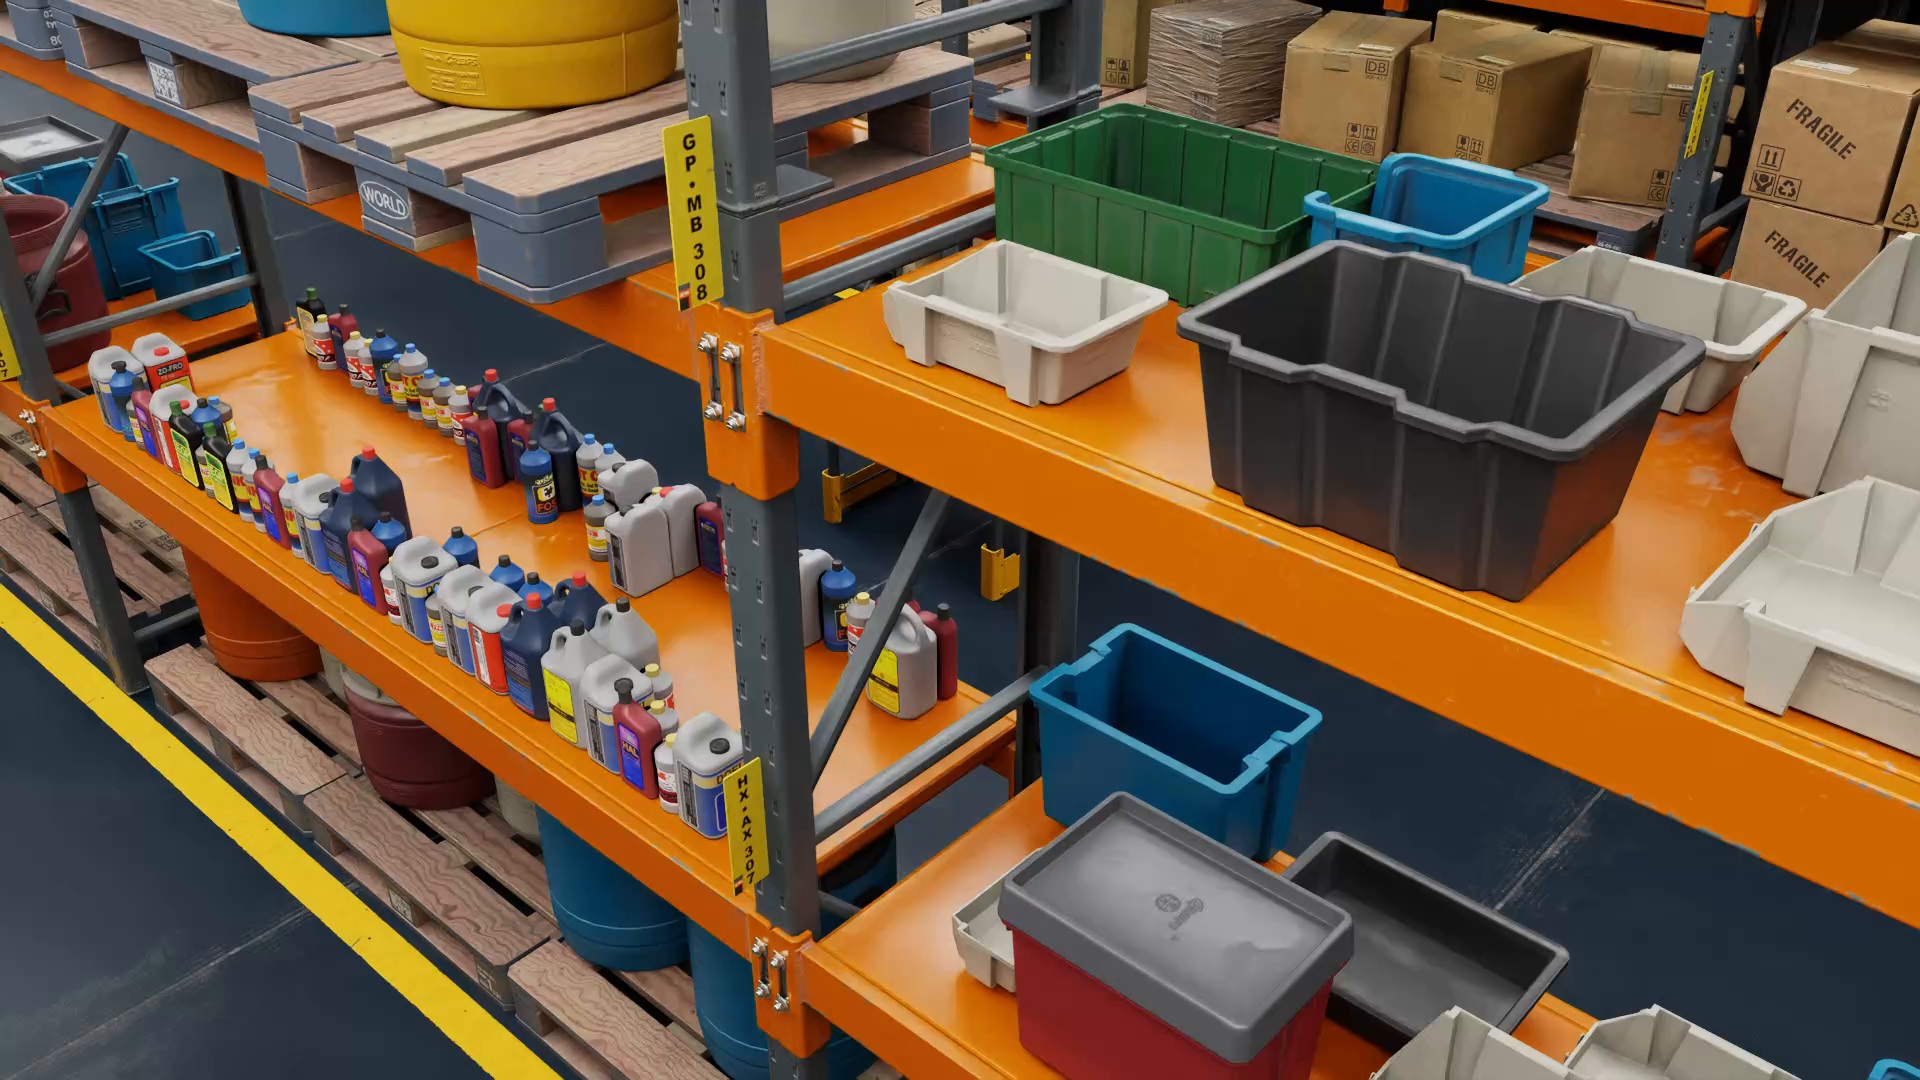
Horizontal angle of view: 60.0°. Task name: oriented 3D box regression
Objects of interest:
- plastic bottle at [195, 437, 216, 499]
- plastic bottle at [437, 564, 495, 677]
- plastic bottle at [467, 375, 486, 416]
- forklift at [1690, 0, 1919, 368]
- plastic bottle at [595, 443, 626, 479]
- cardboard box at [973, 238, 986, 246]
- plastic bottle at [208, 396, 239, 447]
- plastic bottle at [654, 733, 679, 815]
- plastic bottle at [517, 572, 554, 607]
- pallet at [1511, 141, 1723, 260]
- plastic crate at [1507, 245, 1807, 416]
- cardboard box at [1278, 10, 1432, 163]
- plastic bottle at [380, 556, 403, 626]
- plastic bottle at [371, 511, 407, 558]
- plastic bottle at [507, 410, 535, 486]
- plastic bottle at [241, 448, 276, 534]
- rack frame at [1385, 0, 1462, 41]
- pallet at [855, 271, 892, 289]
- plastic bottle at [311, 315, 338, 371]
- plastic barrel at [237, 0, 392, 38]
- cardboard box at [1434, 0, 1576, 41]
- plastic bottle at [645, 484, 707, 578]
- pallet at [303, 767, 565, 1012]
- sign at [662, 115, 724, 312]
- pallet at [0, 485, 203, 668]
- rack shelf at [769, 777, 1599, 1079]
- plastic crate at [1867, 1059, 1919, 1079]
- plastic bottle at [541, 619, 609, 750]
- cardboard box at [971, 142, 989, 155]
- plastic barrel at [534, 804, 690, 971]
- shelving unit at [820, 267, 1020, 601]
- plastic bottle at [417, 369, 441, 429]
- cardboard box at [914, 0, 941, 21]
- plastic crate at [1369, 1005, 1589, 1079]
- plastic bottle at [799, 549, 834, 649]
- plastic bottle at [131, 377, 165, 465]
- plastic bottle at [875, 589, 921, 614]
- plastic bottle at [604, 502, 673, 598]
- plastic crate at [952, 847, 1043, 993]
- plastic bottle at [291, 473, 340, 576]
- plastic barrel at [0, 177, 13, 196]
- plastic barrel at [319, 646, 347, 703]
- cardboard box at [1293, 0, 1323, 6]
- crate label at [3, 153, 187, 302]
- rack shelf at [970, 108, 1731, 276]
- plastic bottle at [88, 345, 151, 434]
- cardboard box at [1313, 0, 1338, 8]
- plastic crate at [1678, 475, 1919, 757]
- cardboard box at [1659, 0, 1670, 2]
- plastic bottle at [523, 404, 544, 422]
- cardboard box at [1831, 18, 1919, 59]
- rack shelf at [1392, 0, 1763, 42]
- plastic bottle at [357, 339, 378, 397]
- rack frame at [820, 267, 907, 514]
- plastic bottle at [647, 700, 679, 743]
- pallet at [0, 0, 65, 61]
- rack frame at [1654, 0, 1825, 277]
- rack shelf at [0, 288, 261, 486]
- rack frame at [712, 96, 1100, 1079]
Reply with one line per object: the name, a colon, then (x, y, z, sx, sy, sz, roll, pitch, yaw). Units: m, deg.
plastic bottle: (-2.437, -0.245, 5.441, 0.097, 0.201, 0.097, 0, 31, 0)
plastic bottle: (-1.339, 0.217, 4.602, 0.135, 0.276, 0.152, 25, 39, 35)
plastic bottle: (-1.617, -0.438, 5.682, 0.133, 0.283, 0.061, 25, 39, 35)
forklift: (4.335, -2.569, 9.176, 3.031, 2.935, 1.130, 26, 40, 36)
plastic bottle: (-1.098, -0.178, 5.262, 0.097, 0.271, 0.097, 0, 31, 0)
cardboard box: (0.422, -1.604, 9.503, 0.500, 0.500, 0.500, 27, 40, 37)
plastic bottle: (-2.534, -0.396, 5.692, 0.097, 0.201, 0.097, 0, 31, 0)
plastic bottle: (-0.698, 0.567, 4.093, 0.097, 0.201, 0.097, 0, 31, 0)
plastic bottle: (-1.169, 0.211, 4.616, 0.097, 0.271, 0.097, 0, 31, 0)
pallet: (2.723, -1.605, 7.694, 1.213, 0.211, 1.003, 25, 39, 35)
plastic crate: (1.114, -0.354, 2.776, 0.466, 0.136, 0.293, 25, 39, 35)
cardboard box: (1.890, -2.180, 7.958, 0.500, 0.500, 0.700, 15, 34, 23)
plastic bottle: (-1.615, 0.139, 4.804, 0.097, 0.201, 0.097, 0, 31, 0)
plastic bottle: (-1.673, 0.039, 4.901, 0.097, 0.271, 0.097, 0, 31, 0)
plastic bottle: (-1.422, -0.305, 5.461, 0.133, 0.283, 0.061, 25, 39, 35)
plastic bottle: (-2.194, -0.162, 5.235, 0.097, 0.271, 0.097, 0, 31, 0)
rack frame: (3.597, -4.649, 12.564, 0.127, 3.000, 1.000, 25, 39, 35)
pallet: (-0.308, -1.859, 10.633, 1.213, 0.211, 1.003, 25, 39, 35)
plastic bottle: (-2.391, -0.752, 6.283, 0.097, 0.201, 0.097, 0, 31, 0)
plastic barrel: (-1.453, -1.688, 3.844, 0.708, 0.901, 0.600, 25, 39, 35)
cardboard box: (4.055, -3.603, 12.504, 0.750, 0.750, 0.750, 24, 39, 34)
plastic bottle: (-0.859, -0.049, 5.044, 0.135, 0.276, 0.152, 25, 39, 35)
pallet: (-1.538, 1.013, 5.862, 1.213, 0.211, 1.003, 25, 39, 35)
sign: (-0.455, -0.555, 2.847, 0.005, 0.325, 0.100, 25, 39, 35)
pallet: (-3.599, 0.051, 7.460, 1.213, 0.211, 1.003, 25, 39, 35)
rack shelf: (1.398, 1.524, 3.007, 4.000, 0.370, 1.077, 25, 39, 35)
plastic crate: (1.720, 1.183, 2.980, 0.300, 0.233, 0.416, 25, 39, 35)
plastic bottle: (-0.986, 0.352, 4.305, 0.185, 0.351, 0.144, 25, 39, 35)
cardboard box: (0.085, -2.289, 10.359, 0.500, 0.311, 0.500, 27, 40, 37)
plastic barrel: (-1.002, 0.803, 5.135, 0.708, 0.901, 0.600, 25, 39, 35)
shelving unit: (-0.057, -0.669, 7.407, 1.083, 1.500, 0.587, 25, 39, 35)
plastic bottle: (-1.859, -0.503, 5.870, 0.097, 0.201, 0.097, 0, 31, 0)
cardboard box: (-0.257, -3.099, 10.075, 0.500, 0.311, 0.500, 25, 39, 35)
plastic crate: (0.924, 1.148, 2.992, 0.530, 0.282, 0.437, 25, 39, 35)
plastic bottle: (-0.444, 0.144, 4.722, 0.135, 0.276, 0.152, 25, 39, 35)
plastic bottle: (-2.734, -0.406, 5.629, 0.133, 0.283, 0.061, 25, 39, 35)
plastic bottle: (-0.169, 0.238, 4.560, 0.133, 0.283, 0.061, 25, 39, 35)
plastic bottle: (-0.961, 0.009, 4.947, 0.135, 0.276, 0.152, 25, 39, 35)
plastic crate: (0.164, 0.827, 3.666, 0.243, 0.136, 0.396, 25, 39, 35)
plastic bottle: (-1.918, -0.054, 5.052, 0.135, 0.276, 0.152, 25, 39, 35)
plastic barrel: (-3.957, -1.183, 6.698, 0.421, 0.512, 0.421, 0, 31, 0)
plastic barrel: (-2.198, 0.349, 6.266, 0.421, 0.512, 0.421, 0, 31, 0)
cardboard box: (2.648, -4.538, 13.650, 0.500, 0.250, 0.500, 26, 40, 36)
crate label: (-3.606, -1.323, 7.005, 0.616, 0.435, 0.502, 25, 39, 35)
rack shelf: (1.759, -1.753, 8.451, 4.000, 0.370, 1.077, 25, 39, 35)
plastic bottle: (-2.947, -0.534, 5.849, 0.135, 0.276, 0.152, 25, 39, 35)
cardboard box: (2.725, -4.218, 13.846, 0.500, 0.500, 0.700, 25, 39, 35)
plastic crate: (1.182, 0.116, 1.997, 0.530, 0.136, 0.437, 25, 39, 35)
cardboard box: (4.831, -3.821, 11.412, 0.250, 0.149, 0.380, 25, 39, 35)
plastic bottle: (-1.381, -0.328, 5.500, 0.133, 0.283, 0.061, 25, 39, 35)
cardboard box: (3.790, -1.764, 6.706, 0.500, 0.500, 0.500, 25, 39, 35)
rack shelf: (5.080, -3.649, 11.600, 4.000, 0.370, 1.077, 25, 39, 35)
plastic bottle: (-2.148, -0.638, 6.094, 0.097, 0.201, 0.097, 0, 31, 0)
rack frame: (-0.440, -0.848, 7.704, 0.032, 1.500, 0.500, 25, 39, 35)
plastic bottle: (-0.756, 0.497, 4.209, 0.097, 0.201, 0.097, 0, 31, 0)
pallet: (-2.549, -1.763, 5.044, 1.213, 0.211, 1.003, 25, 39, 35)
rack frame: (3.242, -1.369, 7.116, 0.127, 3.000, 1.000, 25, 39, 35)
rack shelf: (-4.533, -1.244, 7.606, 4.000, 0.370, 1.077, 25, 39, 35)
rack frame: (-0.085, 0.524, 3.971, 0.127, 3.000, 1.000, 25, 39, 35)
